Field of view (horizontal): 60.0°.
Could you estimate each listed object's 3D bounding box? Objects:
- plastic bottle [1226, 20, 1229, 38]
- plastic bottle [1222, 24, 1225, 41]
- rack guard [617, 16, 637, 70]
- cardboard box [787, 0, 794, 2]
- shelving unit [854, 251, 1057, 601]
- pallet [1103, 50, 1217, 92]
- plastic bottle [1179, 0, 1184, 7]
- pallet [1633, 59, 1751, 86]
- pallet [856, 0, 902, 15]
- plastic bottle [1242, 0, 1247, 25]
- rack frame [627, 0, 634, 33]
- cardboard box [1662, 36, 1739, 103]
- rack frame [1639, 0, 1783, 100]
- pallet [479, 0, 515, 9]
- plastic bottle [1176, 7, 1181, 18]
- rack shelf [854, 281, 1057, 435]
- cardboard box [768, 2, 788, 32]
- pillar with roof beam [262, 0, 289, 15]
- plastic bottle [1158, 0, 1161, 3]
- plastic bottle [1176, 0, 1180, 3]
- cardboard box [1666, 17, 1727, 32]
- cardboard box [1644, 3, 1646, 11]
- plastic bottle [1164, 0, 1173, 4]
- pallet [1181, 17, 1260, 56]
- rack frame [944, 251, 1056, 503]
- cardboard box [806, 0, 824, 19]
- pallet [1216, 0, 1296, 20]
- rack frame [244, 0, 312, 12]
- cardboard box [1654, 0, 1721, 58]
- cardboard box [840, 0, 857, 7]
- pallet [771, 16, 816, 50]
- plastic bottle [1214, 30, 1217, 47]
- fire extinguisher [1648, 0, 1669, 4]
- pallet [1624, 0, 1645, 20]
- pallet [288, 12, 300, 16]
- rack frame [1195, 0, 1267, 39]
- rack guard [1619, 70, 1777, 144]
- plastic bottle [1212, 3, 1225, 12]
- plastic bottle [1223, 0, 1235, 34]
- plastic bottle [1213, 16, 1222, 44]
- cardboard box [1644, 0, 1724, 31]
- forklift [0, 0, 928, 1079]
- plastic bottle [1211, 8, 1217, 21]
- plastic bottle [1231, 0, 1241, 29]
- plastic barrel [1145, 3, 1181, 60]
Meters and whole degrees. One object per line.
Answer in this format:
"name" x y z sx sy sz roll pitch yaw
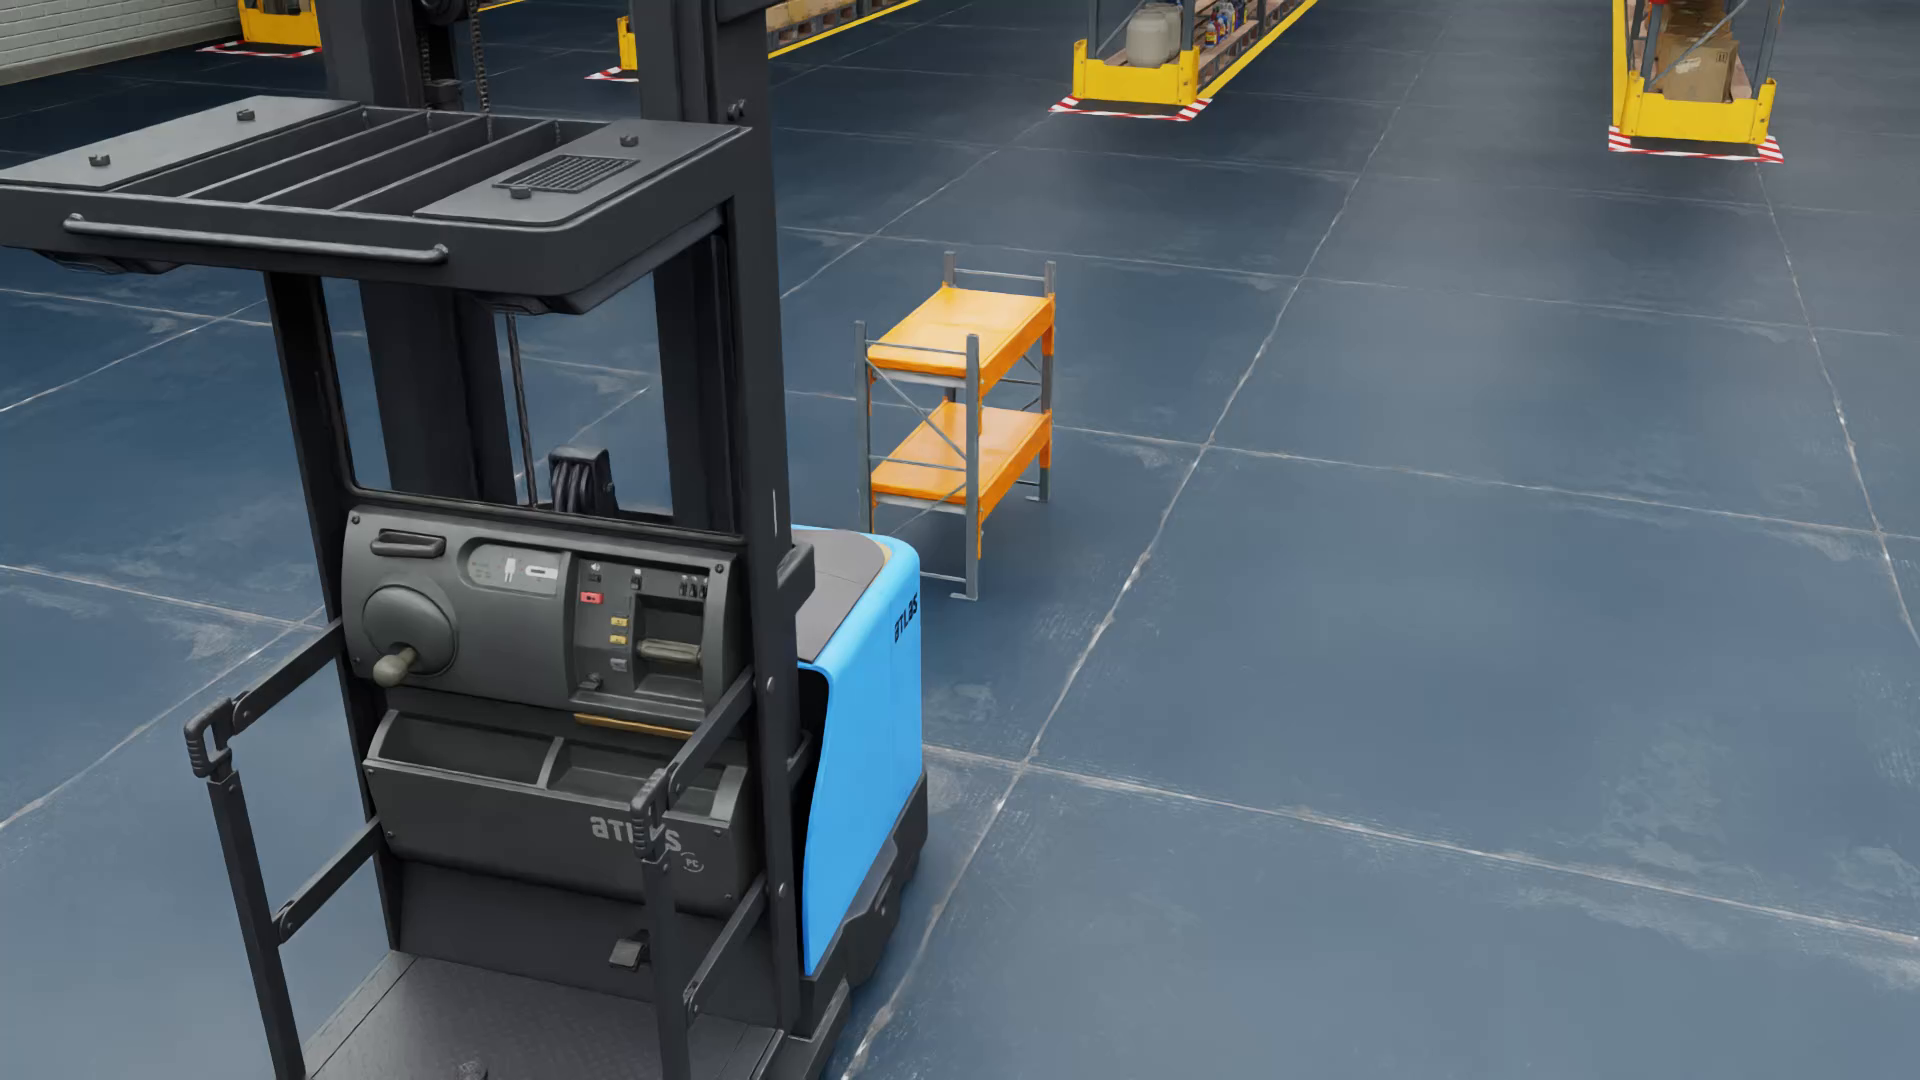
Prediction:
"plastic bottle" 2.848 -5.524 17.922 0.097 0.201 0.097 0 26 0
"plastic bottle" 2.779 -5.439 17.748 0.097 0.201 0.097 0 26 0
"rack guard" -2.976 -5.163 17.340 1.175 0.500 0.348 9 27 17
"cardboard box" -2.078 -6.391 18.820 0.500 0.500 0.500 9 27 17
"shelving unit" 0.002 -0.509 7.011 0.538 1.125 1.048 9 27 17
"pallet" 1.958 -4.694 16.703 1.003 0.211 1.213 9 27 17
"plastic bottle" 2.509 -5.935 18.601 0.144 0.351 0.185 9 27 17
"pallet" 7.109 -4.464 16.228 1.003 0.211 1.213 9 27 17
"pallet" -1.428 -6.995 21.455 1.003 0.211 1.213 9 27 17
"plastic bottle" 3.184 -5.952 18.712 0.061 0.283 0.133 10 28 20
"rack frame" -2.968 -6.298 16.815 1.000 3.000 0.127 9 27 17
"cardboard box" 6.596 -4.178 14.823 0.500 0.500 0.500 14 29 27
"rack frame" 6.373 -4.860 13.845 1.000 3.000 0.127 9 27 17
"pallet" -6.499 -7.122 21.718 1.003 0.211 1.213 9 27 17
"plastic bottle" 2.317 -5.659 18.116 0.152 0.276 0.135 9 27 17
"rack shelf" 0.002 -0.772 6.883 0.538 0.278 1.000 9 27 17
"cardboard box" -2.250 -5.849 18.561 0.500 0.250 0.500 9 27 17
"pillar with roof beam" -4.164 -9.504 16.552 9.100 9.000 0.400 9 27 17
"plastic bottle" 2.169 -5.704 18.123 0.144 0.351 0.185 9 27 17
"plastic bottle" 2.432 -5.990 18.799 0.152 0.276 0.135 10 27 19
"cardboard box" 6.989 -4.683 15.866 0.500 0.500 0.500 11 28 22
"cardboard box" 8.476 -6.478 19.551 0.700 0.500 0.500 11 28 22
"plastic bottle" 2.310 -5.878 18.484 0.144 0.351 0.185 8 27 15
"pallet" 2.770 -5.697 18.774 1.003 0.211 1.213 9 27 17
"rack frame" 0.171 -0.718 7.442 0.500 1.125 0.032 9 27 17
"cardboard box" -1.913 -6.259 19.409 0.500 0.250 0.500 9 27 17
"pallet" 3.662 -6.798 21.048 1.003 0.211 1.213 9 27 17
"rack frame" -7.640 -7.015 18.296 1.000 3.000 0.127 9 27 17
"cardboard box" 7.349 -5.172 16.877 0.500 0.500 0.500 19 32 34
"cardboard box" -1.585 -6.671 20.259 0.500 0.250 0.500 9 27 17
"pallet" -2.345 -5.863 19.116 1.003 0.211 1.213 9 27 17
"plastic bottle" 2.634 -5.259 17.376 0.097 0.201 0.097 0 26 0
"fire extinguisher" 5.900 -4.845 13.903 0.296 0.674 0.183 9 27 17
"pallet" 8.773 -6.571 20.580 1.003 0.211 1.213 9 27 17
"pallet" -7.311 -6.120 19.647 1.003 0.211 1.213 9 27 17
"rack frame" 3.033 -7.222 18.723 1.000 3.000 0.127 9 27 17
"rack guard" 6.398 -3.766 14.454 1.175 0.500 0.348 9 27 17
"plastic bottle" 2.879 -5.820 18.448 0.152 0.276 0.135 9 27 17
"plastic bottle" 2.919 -5.709 18.135 0.144 0.351 0.185 9 27 17
"plastic bottle" 2.713 -5.389 17.564 0.097 0.271 0.097 0 26 0
"cardboard box" 7.928 -5.826 18.204 0.700 0.500 0.500 7 27 13
"forklift" -0.996 0.202 3.469 1.130 2.935 3.031 7 27 14
"plastic bottle" 2.761 -5.628 18.044 0.061 0.283 0.133 9 27 17
"plastic bottle" 3.027 -5.842 18.409 0.144 0.351 0.185 7 27 15
"plastic barrel" 2.016 -5.135 16.786 0.421 0.512 0.421 0 26 0
